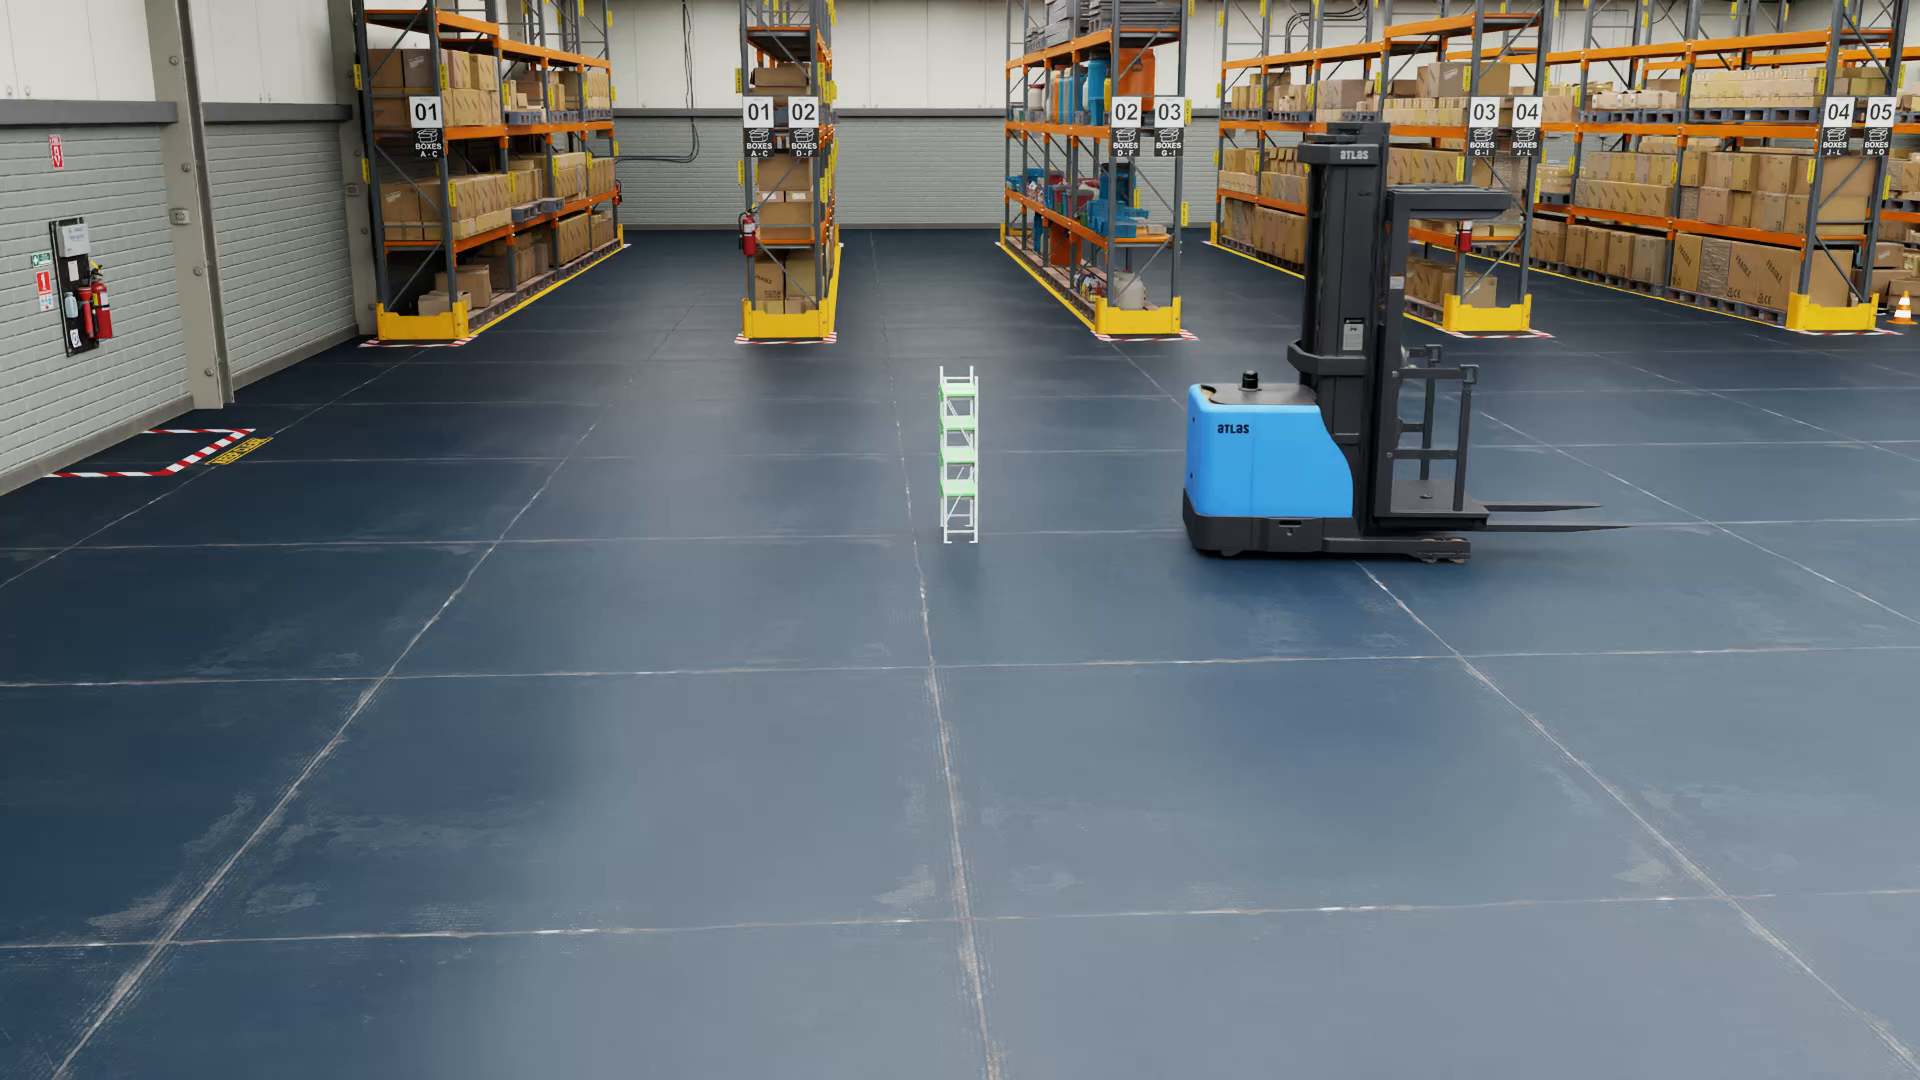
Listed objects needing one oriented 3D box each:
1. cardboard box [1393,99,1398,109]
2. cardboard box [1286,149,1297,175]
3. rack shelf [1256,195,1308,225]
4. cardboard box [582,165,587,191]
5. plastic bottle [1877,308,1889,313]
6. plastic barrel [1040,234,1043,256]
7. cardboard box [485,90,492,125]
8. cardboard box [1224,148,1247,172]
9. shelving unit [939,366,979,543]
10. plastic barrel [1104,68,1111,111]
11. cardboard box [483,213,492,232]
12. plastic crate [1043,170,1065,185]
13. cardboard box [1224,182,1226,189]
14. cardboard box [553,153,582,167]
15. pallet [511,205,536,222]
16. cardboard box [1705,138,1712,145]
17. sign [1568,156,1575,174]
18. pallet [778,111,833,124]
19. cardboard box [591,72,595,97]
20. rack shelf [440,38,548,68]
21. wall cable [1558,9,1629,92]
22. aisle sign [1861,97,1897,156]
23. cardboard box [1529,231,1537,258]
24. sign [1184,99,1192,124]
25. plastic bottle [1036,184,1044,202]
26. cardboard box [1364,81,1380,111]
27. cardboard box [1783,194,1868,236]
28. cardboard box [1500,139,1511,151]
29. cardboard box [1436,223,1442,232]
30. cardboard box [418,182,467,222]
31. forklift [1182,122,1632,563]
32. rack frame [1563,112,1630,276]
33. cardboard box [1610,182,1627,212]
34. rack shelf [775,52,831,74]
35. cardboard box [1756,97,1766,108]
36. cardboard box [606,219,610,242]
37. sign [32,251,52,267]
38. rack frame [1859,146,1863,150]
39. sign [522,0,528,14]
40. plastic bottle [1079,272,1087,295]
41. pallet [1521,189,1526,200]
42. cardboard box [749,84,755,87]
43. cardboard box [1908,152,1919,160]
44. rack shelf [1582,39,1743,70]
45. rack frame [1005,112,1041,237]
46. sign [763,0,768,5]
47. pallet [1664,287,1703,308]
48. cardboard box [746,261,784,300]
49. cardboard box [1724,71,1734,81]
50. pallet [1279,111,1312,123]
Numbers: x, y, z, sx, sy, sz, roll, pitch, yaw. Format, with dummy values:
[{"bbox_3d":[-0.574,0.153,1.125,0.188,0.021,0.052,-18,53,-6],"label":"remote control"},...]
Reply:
[{"bbox_3d":[7.035,-6.850,26.112,0.380,0.149,0.250,-2,15,-6],"label":"cardboard box"},{"bbox_3d":[6.875,-7.468,32.818,0.797,0.503,0.637,0,14,-2],"label":"cardboard box"},{"bbox_3d":[6.866,-6.572,32.992,1.077,0.370,4.000,-1,14,-3],"label":"rack shelf"},{"bbox_3d":[-7.809,-7.279,33.461,0.500,0.500,0.500,-1,14,-4],"label":"cardboard box"},{"bbox_3d":[14.187,-3.546,25.687,0.133,0.061,0.283,-6,16,-23],"label":"plastic bottle"},{"bbox_3d":[1.805,-5.886,33.034,0.421,0.512,0.421,0,14,0],"label":"plastic barrel"},{"bbox_3d":[-7.297,-6.462,24.860,0.500,0.500,0.500,-2,15,-8],"label":"cardboard box"},{"bbox_3d":[6.285,-8.599,37.627,0.500,0.500,0.500,-1,14,-5],"label":"cardboard box"},{"bbox_3d":[-0.010,-0.622,12.037,0.258,1.200,0.503,-1,14,-3],"label":"shelving unit"},{"bbox_3d":[2.345,-6.386,23.584,0.600,0.588,0.600,0,14,0],"label":"plastic barrel"},{"bbox_3d":[-7.160,-4.649,24.335,0.500,0.250,0.500,-1,14,-3],"label":"cardboard box"},{"bbox_3d":[1.994,-7.627,35.401,0.402,0.464,0.583,-1,14,-3],"label":"plastic crate"},{"bbox_3d":[6.220,-8.070,37.875,0.380,0.149,0.250,-1,14,-5],"label":"cardboard box"},{"bbox_3d":[-7.783,-7.514,32.868,0.500,0.250,0.500,-1,14,-2],"label":"cardboard box"},{"bbox_3d":[-7.496,-5.298,26.983,1.003,0.211,1.213,-1,14,-3],"label":"pallet"},{"bbox_3d":[16.383,-8.618,35.994,0.380,0.149,0.250,-1,14,-3],"label":"cardboard box"},{"bbox_3d":[11.405,-6.986,30.993,0.100,0.325,0.005,-1,14,-3],"label":"sign"},{"bbox_3d":[-2.694,-7.187,28.297,1.003,0.211,1.213,0,14,-1],"label":"pallet"},{"bbox_3d":[-7.892,-9.493,34.633,0.500,0.500,0.500,-1,14,-5],"label":"cardboard box"},{"bbox_3d":[-7.718,-8.059,27.537,1.077,0.370,4.000,-1,14,-3],"label":"rack shelf"},{"bbox_3d":[16.502,-12.892,44.073,2.355,3.000,0.029,-1,14,-3],"label":"wall cable"},{"bbox_3d":[12.746,-5.731,23.062,0.394,0.787,0.004,-1,14,-3],"label":"aisle sign"},{"bbox_3d":[11.567,-5.887,33.061,0.500,0.500,0.500,-2,15,-6],"label":"cardboard box"},{"bbox_3d":[3.091,-5.821,22.593,0.100,0.325,0.005,-1,14,-3],"label":"sign"},{"bbox_3d":[1.556,-6.741,32.305,0.144,0.351,0.185,-1,14,-3],"label":"plastic bottle"},{"bbox_3d":[7.248,-7.487,28.035,0.797,0.503,0.637,0,14,-1],"label":"cardboard box"},{"bbox_3d":[12.374,-4.649,23.774,0.875,0.550,0.550,-1,14,-3],"label":"cardboard box"},{"bbox_3d":[11.400,-8.258,35.300,0.500,0.500,0.500,-1,14,-5],"label":"cardboard box"},{"bbox_3d":[7.180,-4.565,24.254,0.380,0.149,0.250,-1,14,-3],"label":"cardboard box"},{"bbox_3d":[-7.076,-4.627,22.747,0.500,0.500,0.500,-1,14,-3],"label":"cardboard box"},{"bbox_3d":[3.154,-1.397,11.574,3.031,2.935,1.130,1,14,2],"label":"forklift"},{"bbox_3d":[11.947,-6.474,31.169,1.000,3.000,0.127,-1,14,-3],"label":"rack frame"},{"bbox_3d":[11.799,-6.031,29.246,0.500,0.500,0.500,-1,14,-4],"label":"cardboard box"},{"bbox_3d":[-3.022,-9.131,31.704,1.077,0.370,4.000,-1,14,-3],"label":"rack shelf"},{"bbox_3d":[12.005,-6.461,24.559,0.380,0.149,0.250,-1,14,-3],"label":"cardboard box"},{"bbox_3d":[-8.163,-6.879,36.916,0.700,0.500,0.500,-1,14,-4],"label":"cardboard box"},{"bbox_3d":[-7.826,-2.393,14.173,0.001,0.109,0.331,-1,14,-3],"label":"sign"},{"bbox_3d":[21.339,-8.643,39.598,1.000,3.000,0.127,-1,14,-3],"label":"rack frame"},{"bbox_3d":[-8.645,-10.620,33.051,0.100,0.325,0.005,-1,14,-3],"label":"sign"},{"bbox_3d":[1.942,-4.028,26.094,0.144,0.351,0.185,-1,15,-6],"label":"plastic bottle"},{"bbox_3d":[11.783,-6.873,33.104,1.003,0.211,1.213,-1,14,-3],"label":"pallet"},{"bbox_3d":[-2.771,-6.383,23.848,0.500,0.311,0.500,1,14,3],"label":"cardboard box"},{"bbox_3d":[17.264,-6.883,29.817,0.380,0.149,0.250,-2,15,-6],"label":"cardboard box"},{"bbox_3d":[12.070,-8.340,28.628,1.077,0.370,4.000,-1,14,-3],"label":"rack shelf"},{"bbox_3d":[1.551,-8.336,38.405,1.000,3.000,0.127,-1,14,-3],"label":"rack frame"},{"bbox_3d":[-3.439,-9.656,29.463,0.100,0.325,0.005,-1,14,-3],"label":"sign"},{"bbox_3d":[12.163,-3.939,26.911,1.003,0.211,1.213,-1,14,-3],"label":"pallet"},{"bbox_3d":[-2.732,-3.645,23.343,0.500,0.500,0.500,-1,14,-3],"label":"cardboard box"},{"bbox_3d":[11.943,-7.099,25.439,0.380,0.149,0.250,-1,14,-3],"label":"cardboard box"},{"bbox_3d":[6.825,-8.221,32.319,1.003,0.211,1.213,0,14,-1],"label":"pallet"}]
